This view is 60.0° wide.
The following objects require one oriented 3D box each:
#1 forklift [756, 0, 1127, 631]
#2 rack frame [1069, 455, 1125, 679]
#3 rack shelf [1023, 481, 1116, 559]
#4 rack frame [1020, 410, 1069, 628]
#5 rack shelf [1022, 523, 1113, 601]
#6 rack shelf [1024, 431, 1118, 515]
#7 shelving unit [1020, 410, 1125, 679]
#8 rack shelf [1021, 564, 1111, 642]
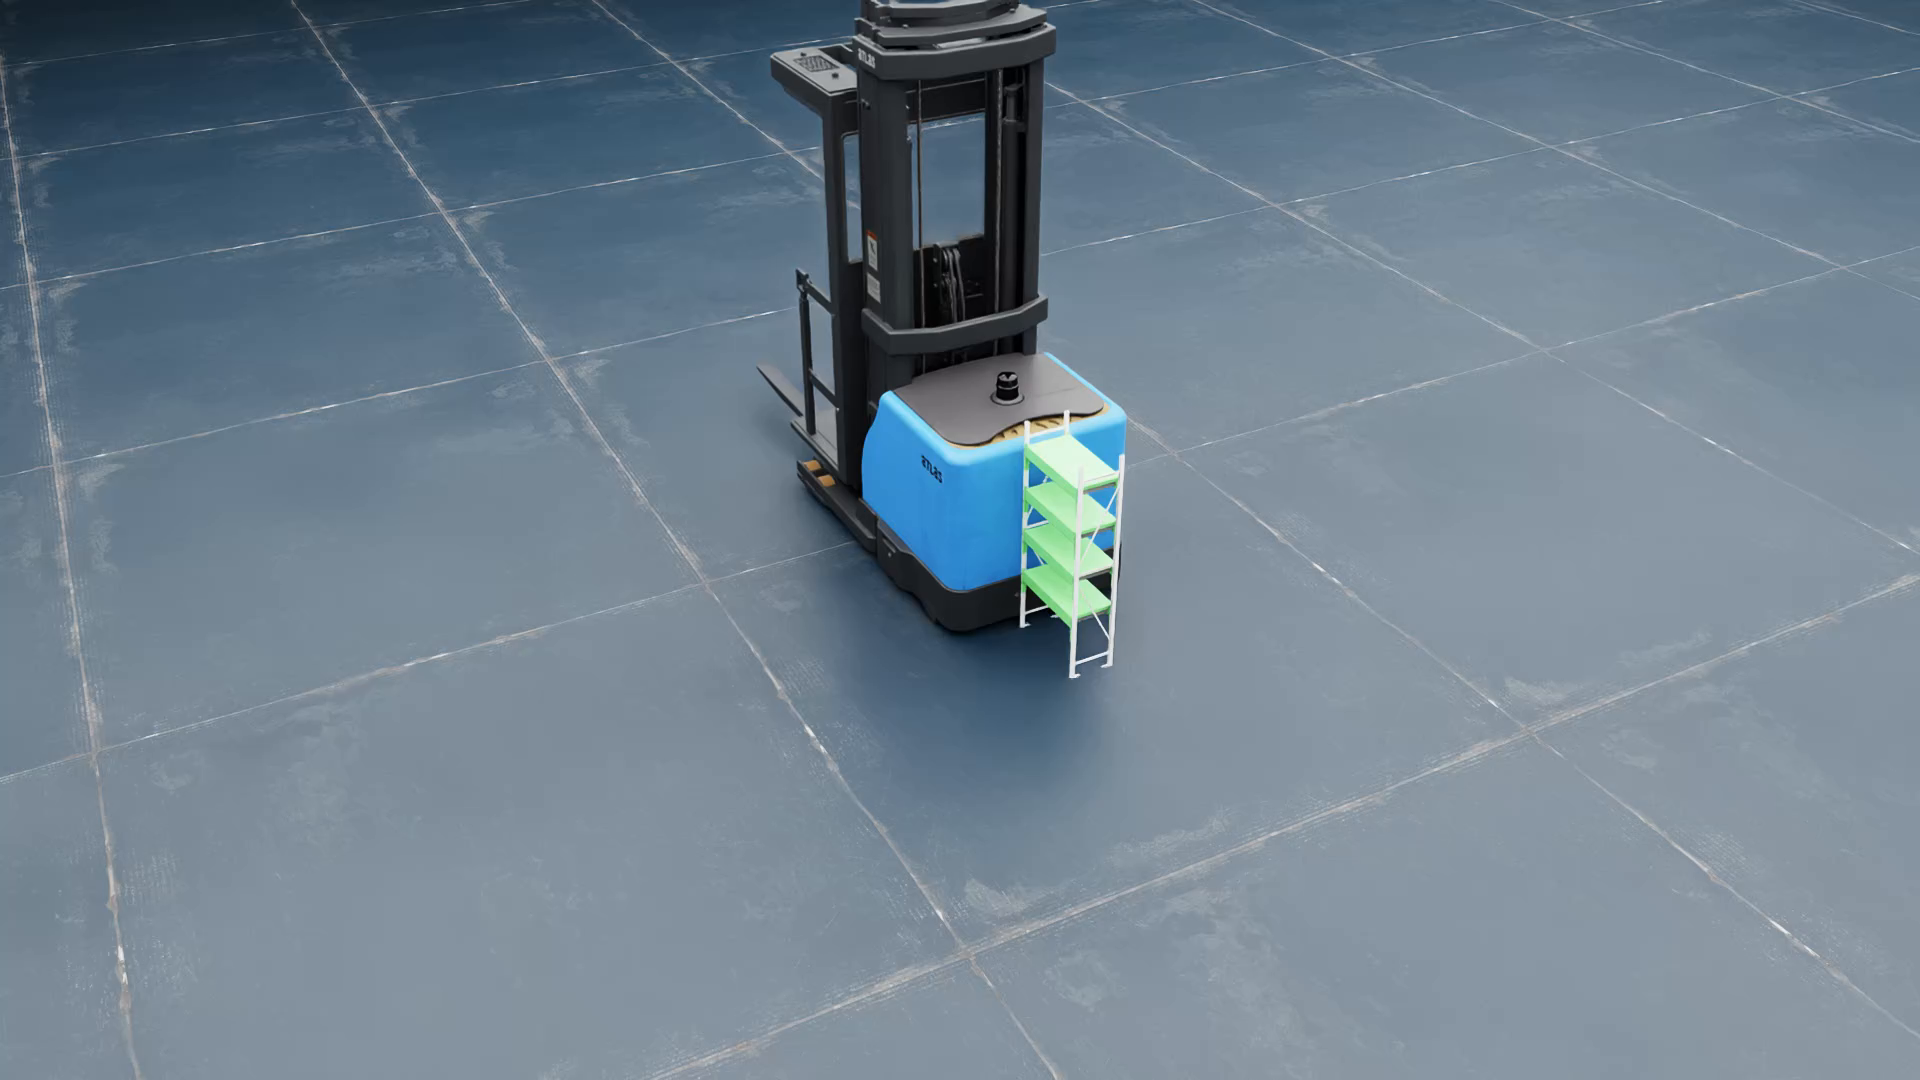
[{"bbox_3d":[-0.293,-1.546,8.946,1.130,2.935,3.031,-16,36,-23],"label":"forklift"},{"bbox_3d":[0.647,0.147,7.909,0.240,1.200,0.015,-16,36,-23],"label":"rack frame"},{"bbox_3d":[0.532,-0.118,7.995,0.258,0.148,0.480,-16,36,-23],"label":"rack shelf"},{"bbox_3d":[0.416,-0.085,8.271,0.240,1.200,0.015,-16,36,-23],"label":"rack frame"},{"bbox_3d":[0.532,0.084,8.124,0.258,0.148,0.480,-16,36,-23],"label":"rack shelf"},{"bbox_3d":[0.532,-0.320,7.865,0.258,0.148,0.480,-16,36,-23],"label":"rack shelf"},{"bbox_3d":[0.532,0.031,8.090,0.258,1.200,0.503,-16,36,-23],"label":"shelving unit"},{"bbox_3d":[0.532,0.287,8.254,0.258,0.148,0.480,-16,36,-23],"label":"rack shelf"}]
